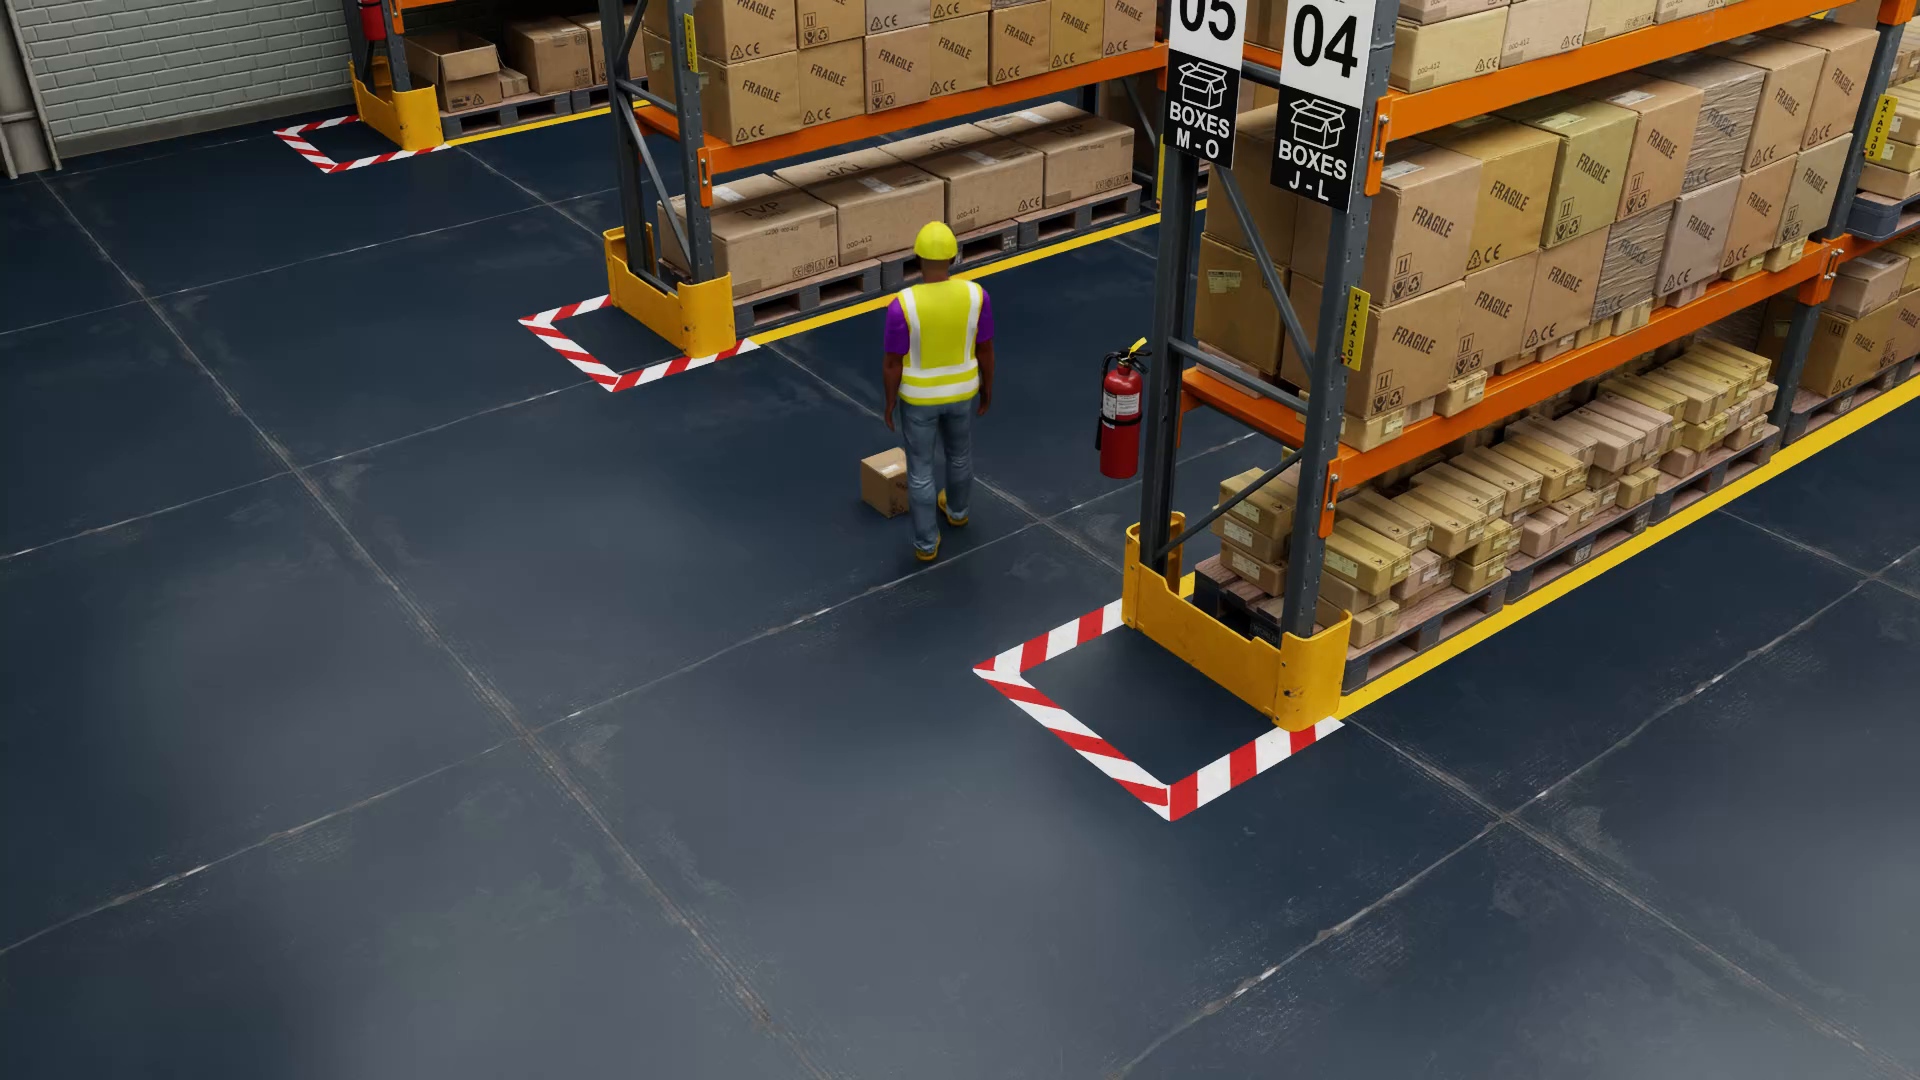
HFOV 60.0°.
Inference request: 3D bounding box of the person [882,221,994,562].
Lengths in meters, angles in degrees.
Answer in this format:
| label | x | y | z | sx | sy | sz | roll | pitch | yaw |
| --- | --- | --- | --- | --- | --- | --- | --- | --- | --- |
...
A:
| label | x | y | z | sx | sy | sz | roll | pitch | yaw |
| --- | --- | --- | --- | --- | --- | --- | --- | --- | --- |
| person | -0.145 | -0.791 | 8.374 | 0.573 | 1.763 | 0.610 | -10 | 33 | -15 |
